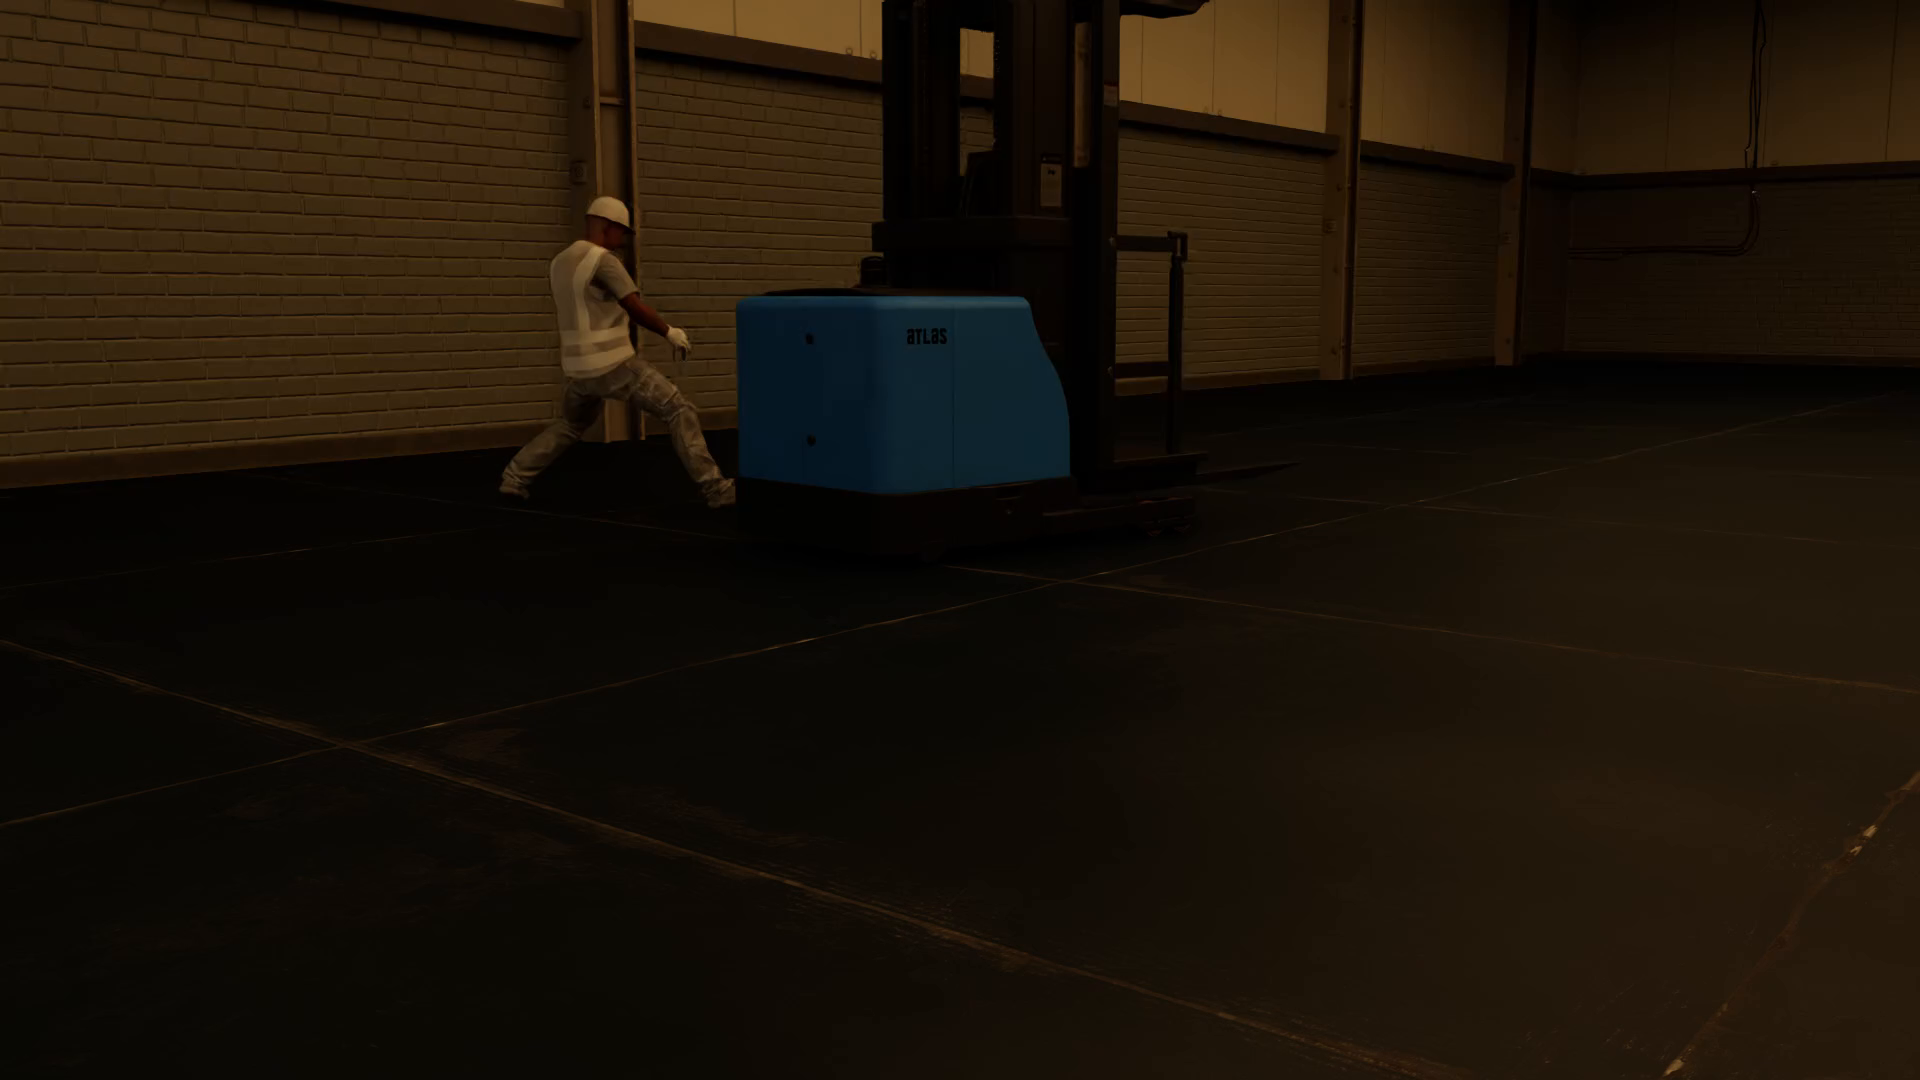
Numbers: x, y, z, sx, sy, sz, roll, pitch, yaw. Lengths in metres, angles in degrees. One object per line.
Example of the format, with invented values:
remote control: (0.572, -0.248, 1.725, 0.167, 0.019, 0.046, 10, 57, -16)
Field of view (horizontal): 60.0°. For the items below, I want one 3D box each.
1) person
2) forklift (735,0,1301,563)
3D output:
person: (-1.765, -0.970, 8.606, 1.010, 1.585, 1.162, -7, 11, -40)
forklift: (0.446, -1.516, 7.642, 3.031, 2.935, 1.130, -8, 11, -43)
